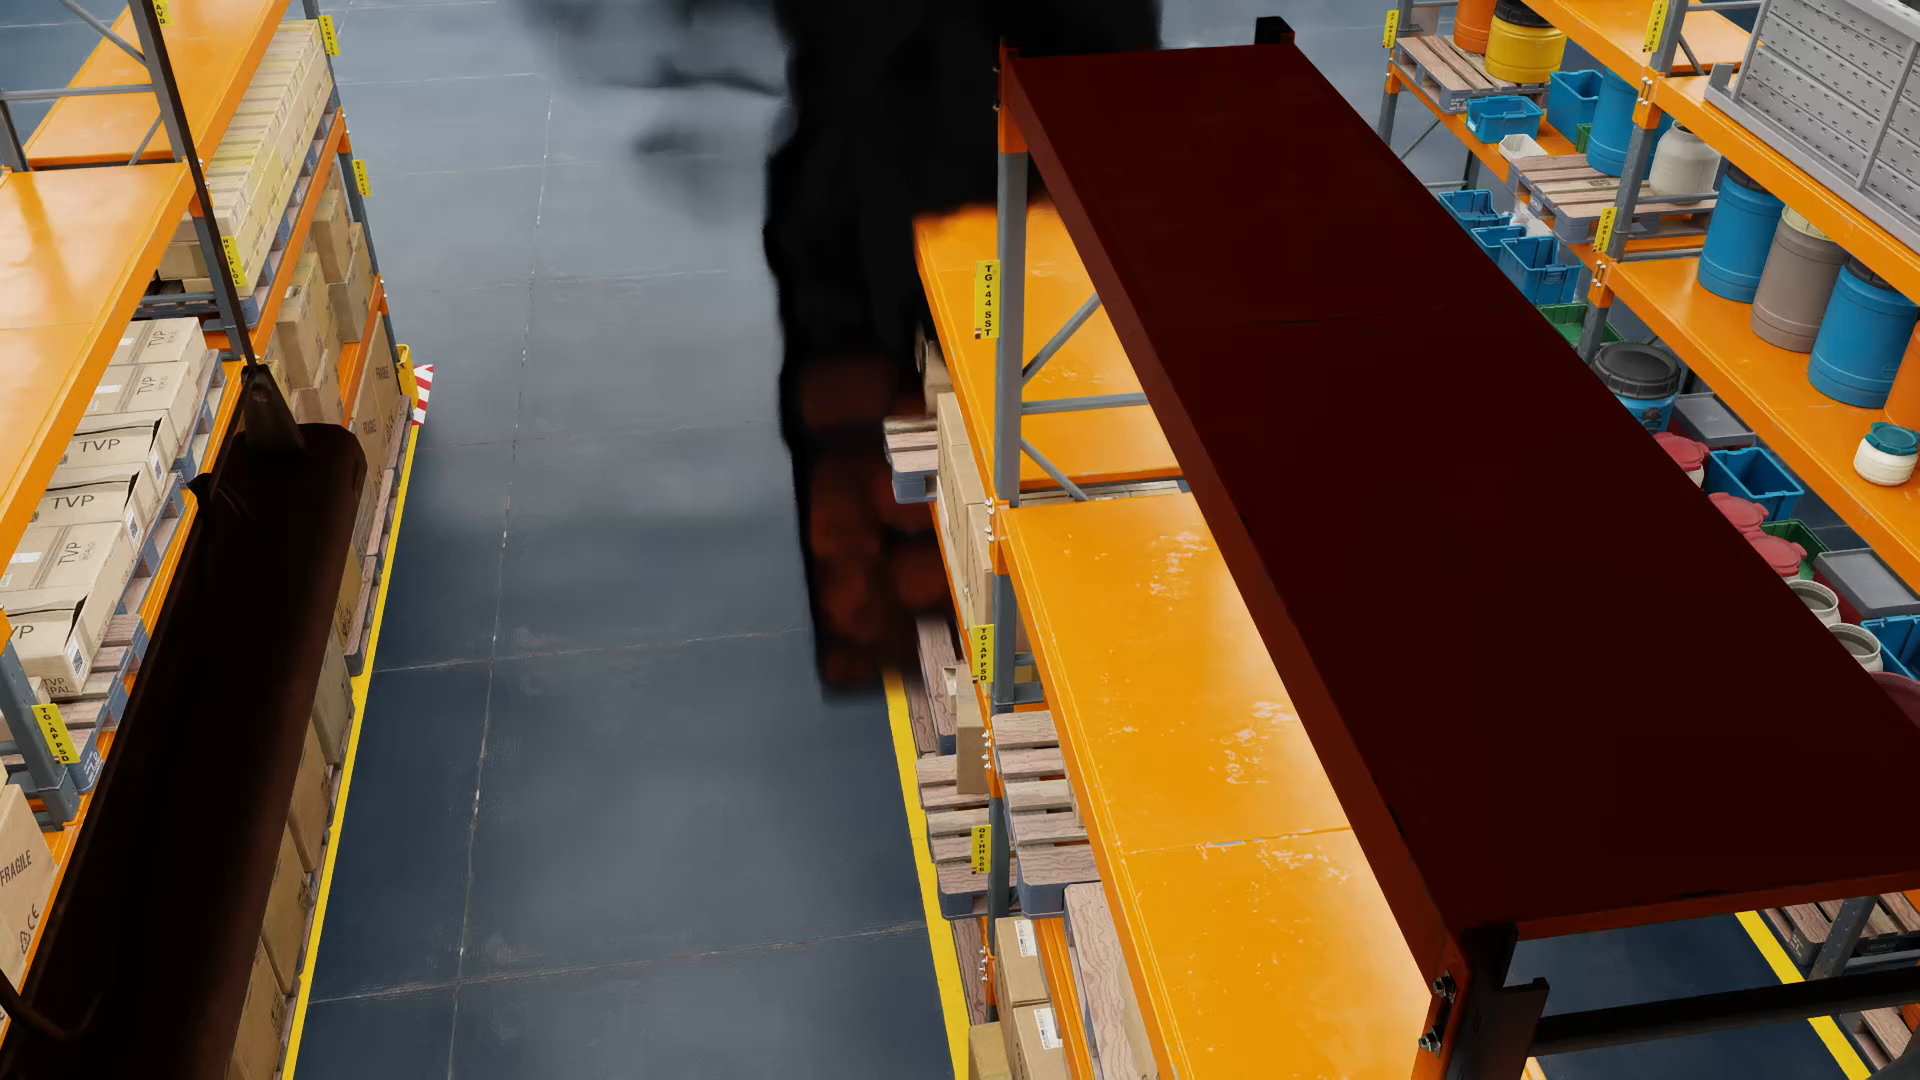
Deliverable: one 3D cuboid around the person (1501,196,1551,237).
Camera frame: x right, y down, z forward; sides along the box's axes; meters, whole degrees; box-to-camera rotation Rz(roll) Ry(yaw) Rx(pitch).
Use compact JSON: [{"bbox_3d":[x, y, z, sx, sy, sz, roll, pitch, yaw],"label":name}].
[{"bbox_3d":[5.486,-3.014,16.026,0.773,1.641,0.923,-22,42,-27],"label":"person"}]
